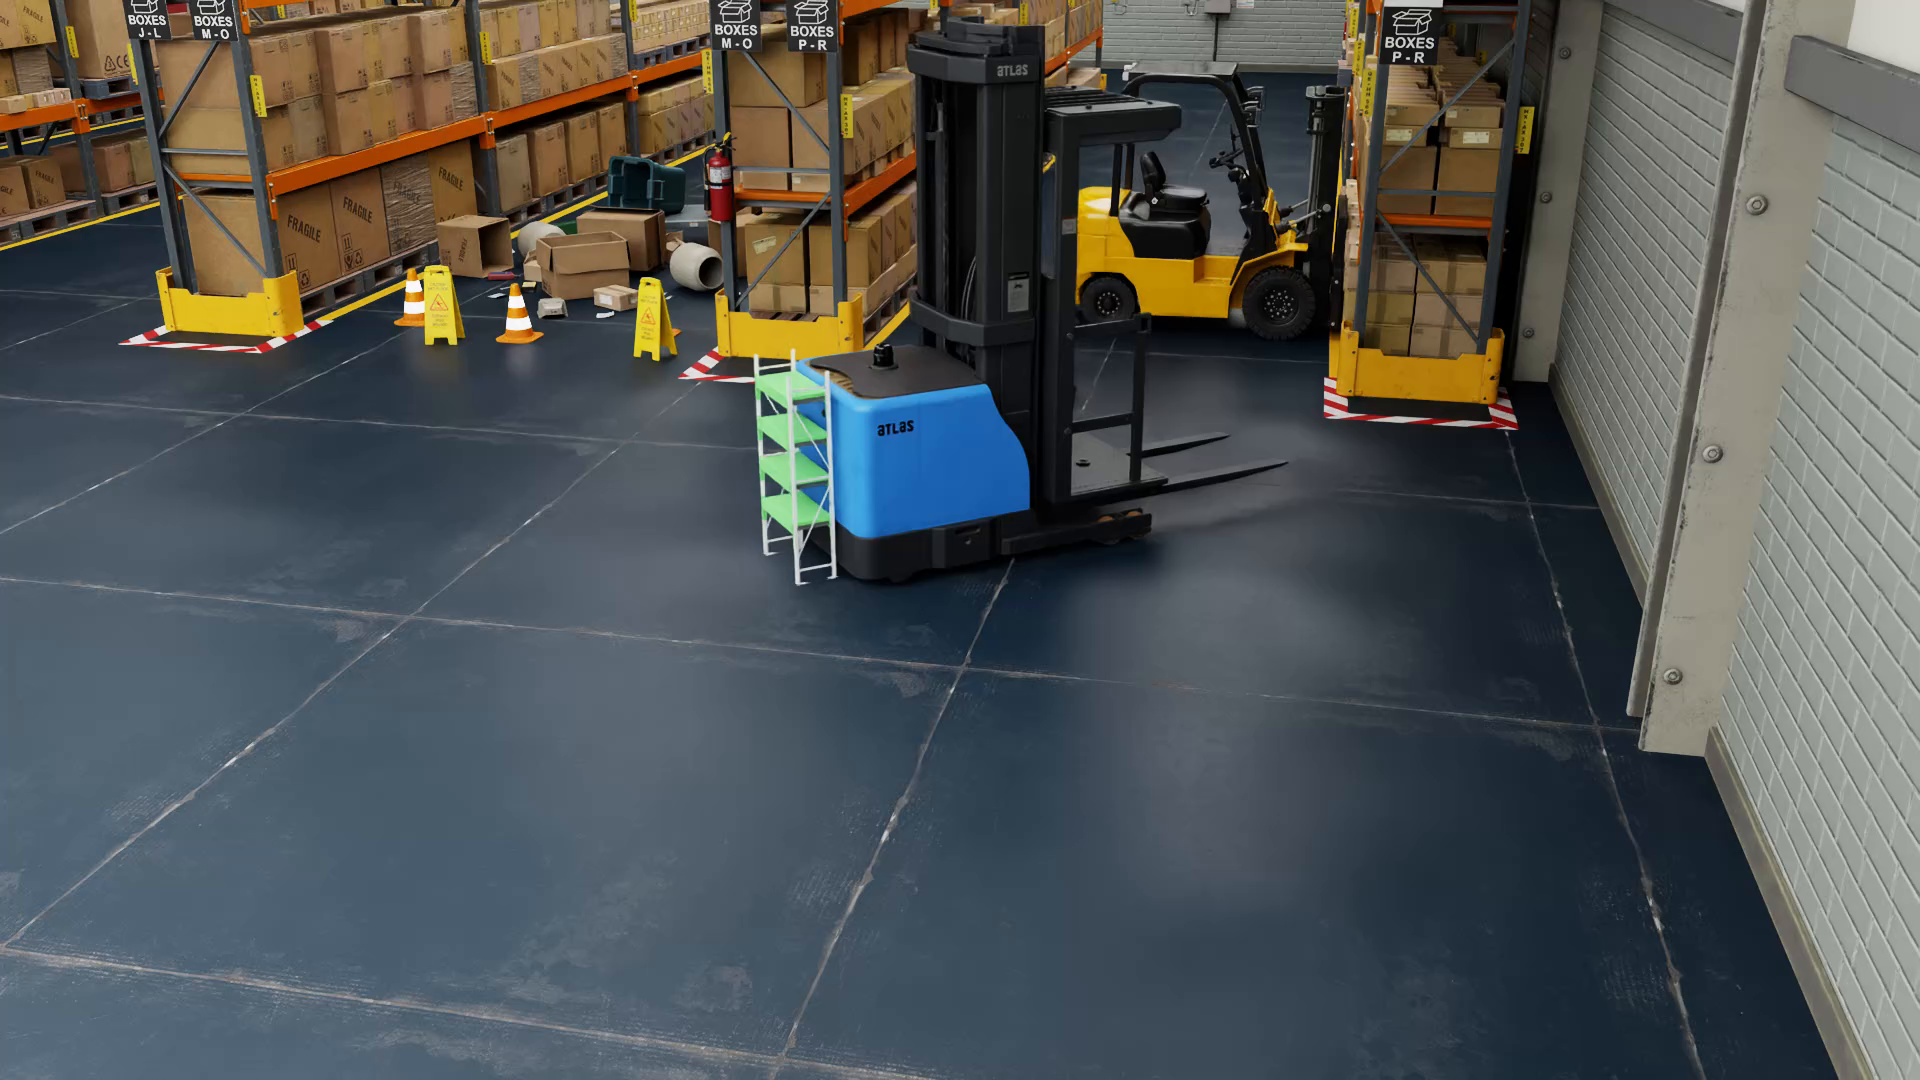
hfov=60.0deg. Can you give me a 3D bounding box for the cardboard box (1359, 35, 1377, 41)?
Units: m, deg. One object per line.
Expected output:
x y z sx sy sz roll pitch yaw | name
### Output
4.684 -5.593 18.724 0.380 0.149 0.250 5 22 12 | cardboard box

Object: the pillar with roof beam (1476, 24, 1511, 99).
1.492 -8.003 17.680 9.100 9.000 0.400 4 22 11 | pillar with roof beam

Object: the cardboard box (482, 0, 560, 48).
-5.046 -5.942 19.120 0.700 0.500 0.500 4 22 10 | cardboard box

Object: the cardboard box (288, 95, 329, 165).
-6.146 -3.641 14.678 0.875 0.550 0.550 4 22 11 | cardboard box

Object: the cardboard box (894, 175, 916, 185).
-0.546 -3.196 15.889 0.500 0.500 0.500 5 22 12 | cardboard box

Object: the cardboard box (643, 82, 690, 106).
-4.041 -6.137 22.858 0.500 0.250 0.500 5 22 11 | cardboard box

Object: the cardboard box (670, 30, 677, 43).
-4.078 -6.867 22.662 0.380 0.149 0.250 5 22 12 | cardboard box

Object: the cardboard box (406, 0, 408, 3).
-8.823 -8.638 26.085 0.500 0.500 0.500 5 22 12 | cardboard box

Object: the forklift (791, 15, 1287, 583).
0.565 -1.493 9.638 3.031 2.935 1.130 -11 24 -25 | forklift

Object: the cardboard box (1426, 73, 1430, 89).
4.460 -4.185 15.227 0.380 0.149 0.250 4 22 11 | cardboard box

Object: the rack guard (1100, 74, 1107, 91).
1.868 -7.590 28.030 1.175 0.500 0.348 4 22 11 | rack guard

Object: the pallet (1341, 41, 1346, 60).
5.637 -6.528 22.303 1.003 0.211 1.213 4 22 11 | pallet

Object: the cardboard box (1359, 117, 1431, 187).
3.521 -3.135 13.488 0.500 0.500 0.500 4 22 10 | cardboard box

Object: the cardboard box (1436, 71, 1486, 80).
4.212 -3.854 14.008 0.380 0.149 0.250 4 22 10 | cardboard box

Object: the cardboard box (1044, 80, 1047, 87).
0.639 -5.596 22.015 0.875 0.875 0.875 5 22 12 | cardboard box

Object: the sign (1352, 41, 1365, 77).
3.741 -4.513 15.600 0.100 0.325 0.005 4 22 11 | sign

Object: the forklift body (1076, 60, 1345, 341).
2.059 -2.951 14.301 2.313 2.155 1.214 4 22 11 | forklift body

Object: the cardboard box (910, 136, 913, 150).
-0.638 -3.631 15.191 0.380 0.149 0.250 4 22 10 | cardboard box

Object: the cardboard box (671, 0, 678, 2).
-4.350 -7.863 24.340 0.380 0.149 0.250 6 23 14 | cardboard box

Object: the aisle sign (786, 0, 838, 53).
-1.111 -4.049 12.411 0.394 0.787 0.004 4 22 11 | aisle sign

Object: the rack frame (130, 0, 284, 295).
-6.268 -3.229 13.857 1.000 3.000 0.127 4 22 11 | rack frame

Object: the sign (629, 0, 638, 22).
-4.092 -6.651 20.803 0.100 0.325 0.005 4 22 11 | sign

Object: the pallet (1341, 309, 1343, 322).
3.824 -1.946 14.403 1.003 0.211 1.213 4 22 11 | pallet

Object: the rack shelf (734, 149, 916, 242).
-0.994 -3.287 14.962 1.077 0.370 4.000 4 22 11 | rack shelf

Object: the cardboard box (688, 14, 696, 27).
-3.920 -7.291 23.319 0.380 0.149 0.250 3 22 8 | cardboard box

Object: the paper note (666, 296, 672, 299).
-2.700 -2.252 15.432 0.032 0.001 0.123 4 22 11 | paper note

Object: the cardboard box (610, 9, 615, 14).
-4.827 -7.009 22.219 0.380 0.149 0.250 5 22 13 | cardboard box

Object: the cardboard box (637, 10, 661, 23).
-4.191 -6.948 22.069 0.380 0.149 0.250 4 22 9 | cardboard box

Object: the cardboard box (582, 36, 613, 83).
-4.568 -5.834 20.190 0.500 0.500 0.500 4 22 11 | cardboard box

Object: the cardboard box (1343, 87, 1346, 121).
6.081 -6.493 24.744 0.700 0.500 0.500 4 22 9 | cardboard box

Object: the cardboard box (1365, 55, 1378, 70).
3.919 -4.366 15.279 0.380 0.149 0.250 5 22 12 | cardboard box

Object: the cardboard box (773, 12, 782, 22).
-3.159 -8.526 26.475 0.500 0.500 0.500 6 23 14 | cardboard box

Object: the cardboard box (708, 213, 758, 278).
-2.136 -2.905 16.395 0.500 0.500 0.500 -16 27 -35 | cardboard box

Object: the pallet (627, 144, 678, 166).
-4.475 -5.147 22.352 1.003 0.211 1.213 4 22 11 | pallet

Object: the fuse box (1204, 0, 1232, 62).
5.017 -9.993 32.376 0.539 1.711 0.414 4 22 11 | fuse box

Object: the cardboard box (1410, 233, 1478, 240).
3.952 -2.422 13.631 0.500 0.250 0.500 4 22 11 | cardboard box

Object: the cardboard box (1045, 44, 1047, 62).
0.874 -6.466 22.095 0.500 0.250 0.500 4 22 11 | cardboard box

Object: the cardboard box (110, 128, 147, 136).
-9.911 -4.752 20.396 0.700 0.500 0.500 3 22 6 | cardboard box

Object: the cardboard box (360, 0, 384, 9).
-8.928 -8.060 24.376 0.797 0.503 0.637 5 22 12 | cardboard box

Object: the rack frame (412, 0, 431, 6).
-8.655 -8.033 25.784 1.000 3.000 0.127 4 22 11 | rack frame

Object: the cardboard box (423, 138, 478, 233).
-5.649 -3.677 17.250 0.875 0.875 0.875 5 22 12 | cardboard box

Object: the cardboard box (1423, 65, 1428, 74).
4.556 -4.434 15.846 0.380 0.149 0.250 4 22 10 | cardboard box

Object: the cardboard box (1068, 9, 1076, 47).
1.399 -7.476 24.266 0.500 0.500 0.500 5 23 13 | cardboard box

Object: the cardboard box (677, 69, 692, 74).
-4.229 -6.751 24.381 0.500 0.250 0.500 3 22 9 | cardboard box

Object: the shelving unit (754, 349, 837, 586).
-0.916 -0.407 9.257 0.258 1.200 0.503 -11 24 -25 | shelving unit

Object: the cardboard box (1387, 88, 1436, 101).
3.495 -3.420 12.930 0.380 0.149 0.250 5 22 11 | cardboard box

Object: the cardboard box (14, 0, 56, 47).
-10.110 -5.570 17.798 0.500 0.500 0.500 4 22 11 | cardboard box

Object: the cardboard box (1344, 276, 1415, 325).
3.251 -1.865 12.918 0.500 0.250 0.500 4 22 10 | cardboard box

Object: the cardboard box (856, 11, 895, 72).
-1.013 -4.670 15.565 0.700 0.500 0.500 5 22 11 | cardboard box

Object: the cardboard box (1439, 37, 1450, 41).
5.278 -5.546 18.608 0.380 0.149 0.250 5 22 12 | cardboard box

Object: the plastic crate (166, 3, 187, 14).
-13.076 -8.776 27.462 0.402 0.464 0.583 4 22 11 | plastic crate

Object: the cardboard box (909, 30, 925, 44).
-0.209 -4.881 16.863 0.500 0.500 0.500 5 22 12 | cardboard box

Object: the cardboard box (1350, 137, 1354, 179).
4.950 -4.304 19.141 0.875 0.625 0.625 5 23 13 | cardboard box

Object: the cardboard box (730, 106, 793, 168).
-1.561 -3.293 13.482 0.500 0.500 0.500 4 22 10 | cardboard box

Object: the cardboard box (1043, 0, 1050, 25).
0.889 -7.041 21.849 0.500 0.500 0.500 5 22 12 | cardboard box
